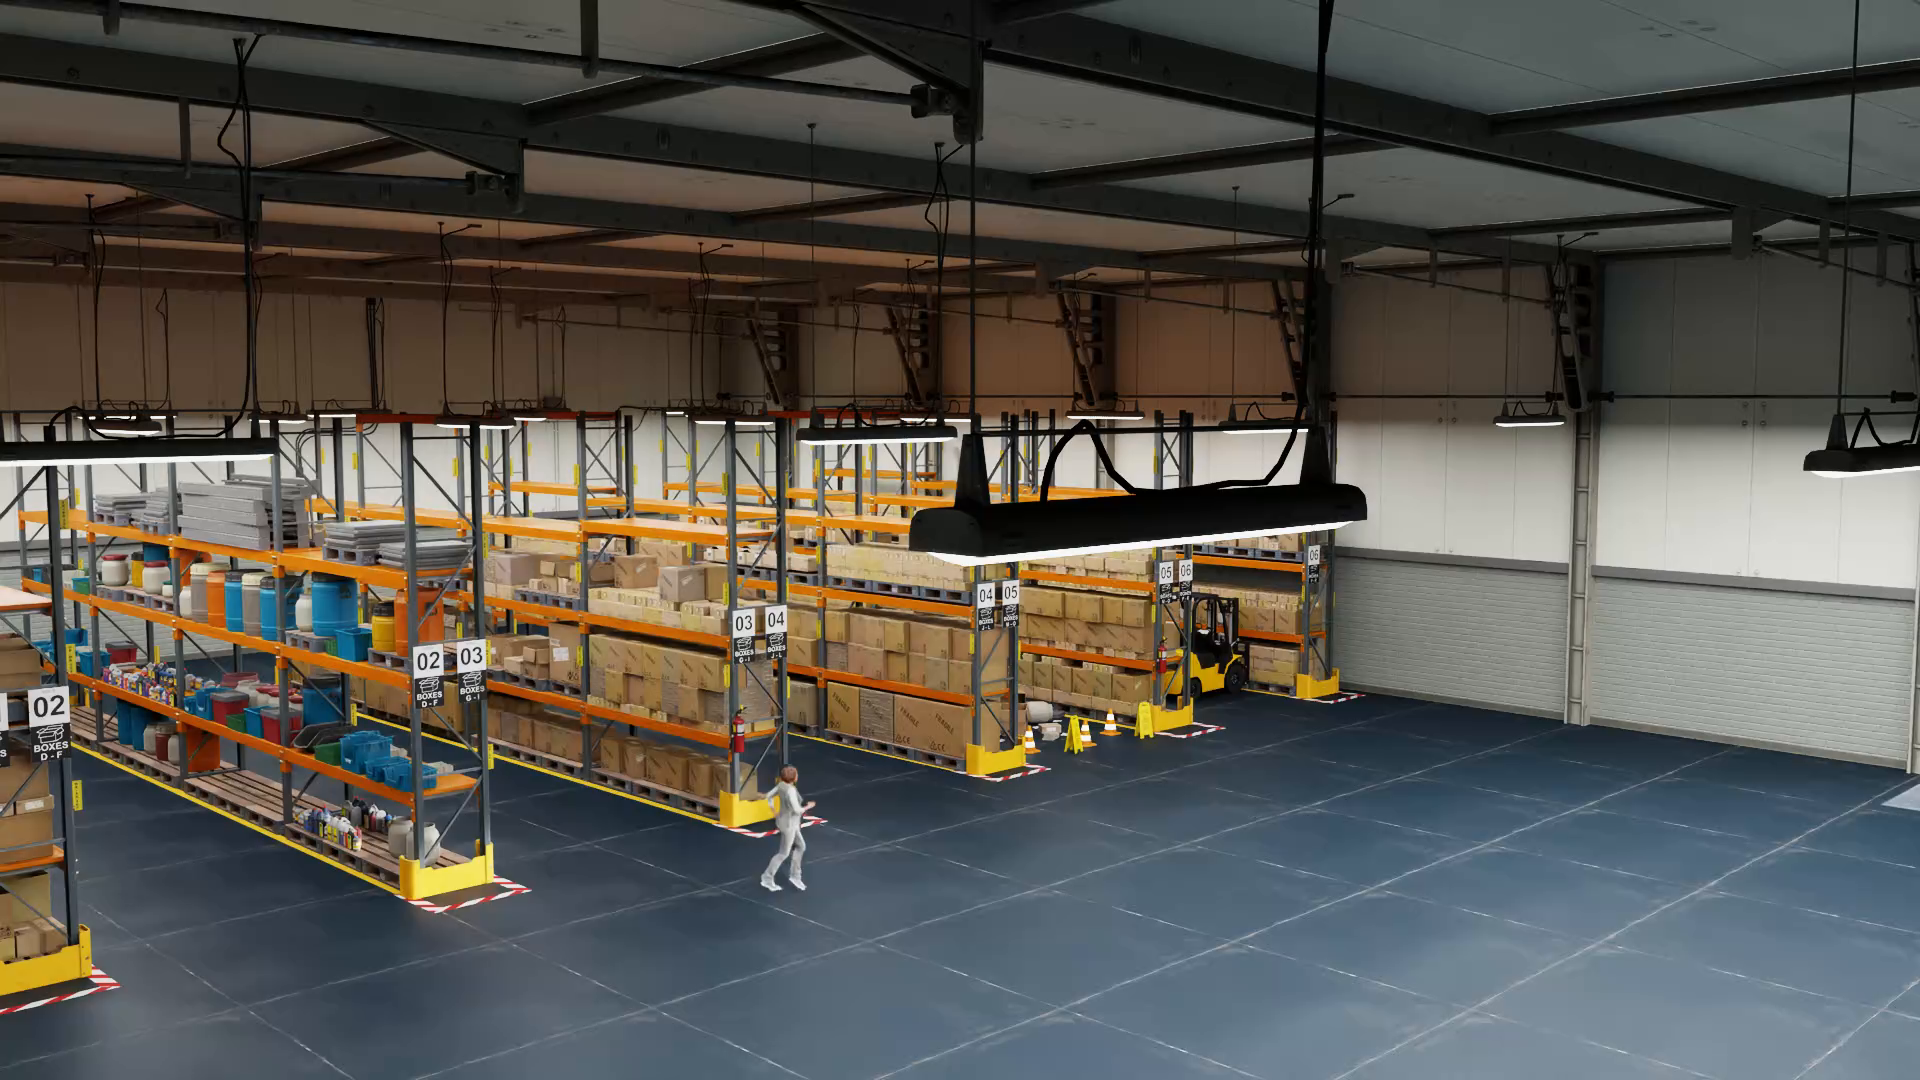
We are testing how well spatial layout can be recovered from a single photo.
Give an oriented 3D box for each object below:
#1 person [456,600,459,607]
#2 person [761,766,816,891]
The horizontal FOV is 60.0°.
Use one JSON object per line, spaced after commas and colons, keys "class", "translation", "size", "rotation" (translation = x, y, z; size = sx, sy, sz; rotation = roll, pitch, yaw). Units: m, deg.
{"class": "person", "translation": [-11.891, 2.127, 39.224], "size": [0.597, 1.596, 0.511], "rotation": [2, 5, 18]}
{"class": "person", "translation": [-2.192, 3.693, 21.173], "size": [0.732, 1.656, 0.538], "rotation": [-2, 5, -18]}
